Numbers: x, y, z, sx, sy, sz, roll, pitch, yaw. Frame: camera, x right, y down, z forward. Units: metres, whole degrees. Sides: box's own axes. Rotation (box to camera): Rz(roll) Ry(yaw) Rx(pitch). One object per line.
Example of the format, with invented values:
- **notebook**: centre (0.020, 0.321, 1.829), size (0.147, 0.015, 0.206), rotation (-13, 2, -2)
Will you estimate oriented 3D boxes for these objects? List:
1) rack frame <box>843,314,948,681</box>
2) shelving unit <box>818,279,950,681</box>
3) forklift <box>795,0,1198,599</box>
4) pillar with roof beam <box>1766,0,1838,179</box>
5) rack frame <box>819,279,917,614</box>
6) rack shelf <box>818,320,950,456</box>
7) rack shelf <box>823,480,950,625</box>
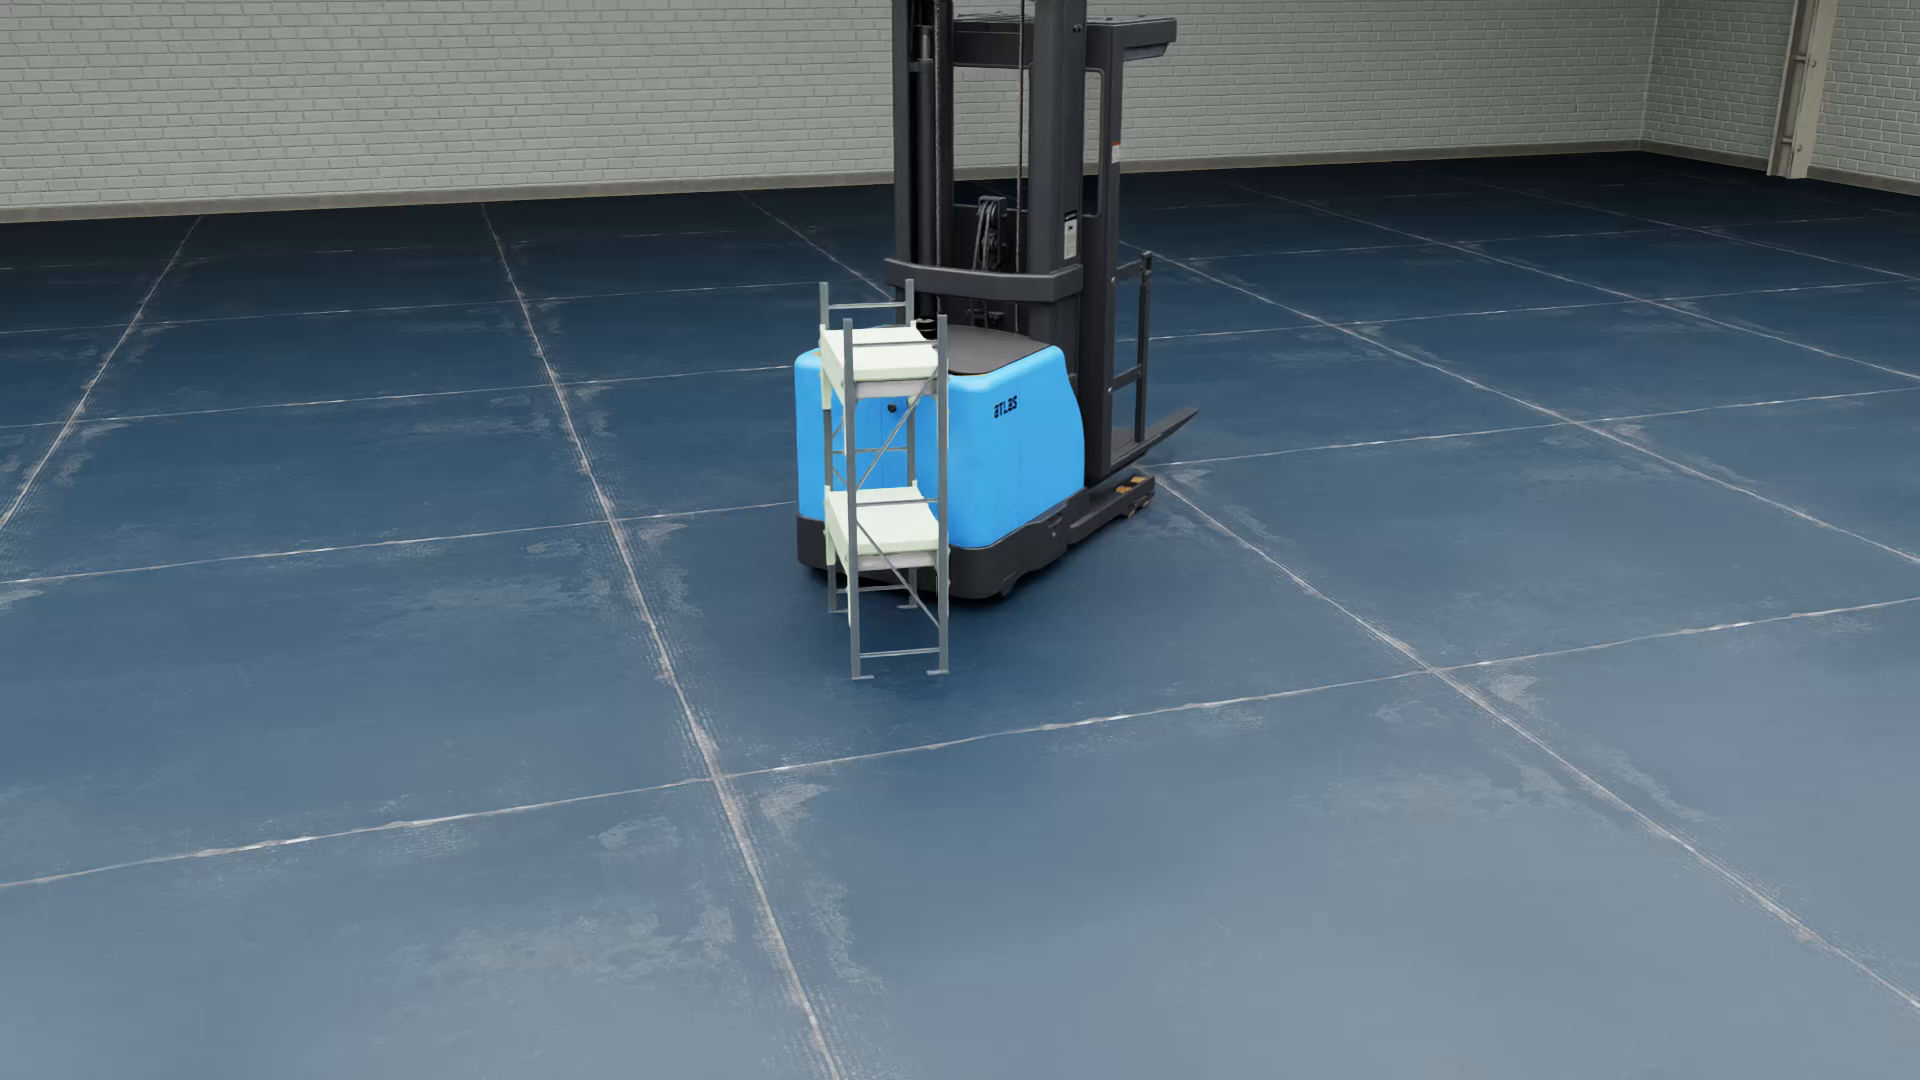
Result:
- **rack frame**: centre (-0.248, -0.145, 6.603), size (0.400, 1.500, 0.023), rotation (-4, 20, -11)
- **shelving unit**: centre (-0.321, -0.267, 6.940), size (0.431, 1.500, 0.755), rotation (-4, 20, -11)
- **forklift**: centre (0.390, -1.565, 8.438), size (1.130, 2.935, 3.031), rotation (11, 22, 28)
- **pillar with roof beam**: centre (6.618, -8.486, 18.730), size (9.100, 9.000, 0.400), rotation (-6, 21, -17)
- **rack frame**: centre (-0.394, -0.388, 7.278), size (0.400, 1.500, 0.023), rotation (-4, 20, -11)
- **rack shelf**: centre (-0.321, -0.634, 6.808), size (0.431, 0.370, 0.720), rotation (-4, 20, -11)
- **rack shelf**: centre (-0.321, 0.040, 7.051), size (0.431, 0.370, 0.720), rotation (-4, 20, -11)
